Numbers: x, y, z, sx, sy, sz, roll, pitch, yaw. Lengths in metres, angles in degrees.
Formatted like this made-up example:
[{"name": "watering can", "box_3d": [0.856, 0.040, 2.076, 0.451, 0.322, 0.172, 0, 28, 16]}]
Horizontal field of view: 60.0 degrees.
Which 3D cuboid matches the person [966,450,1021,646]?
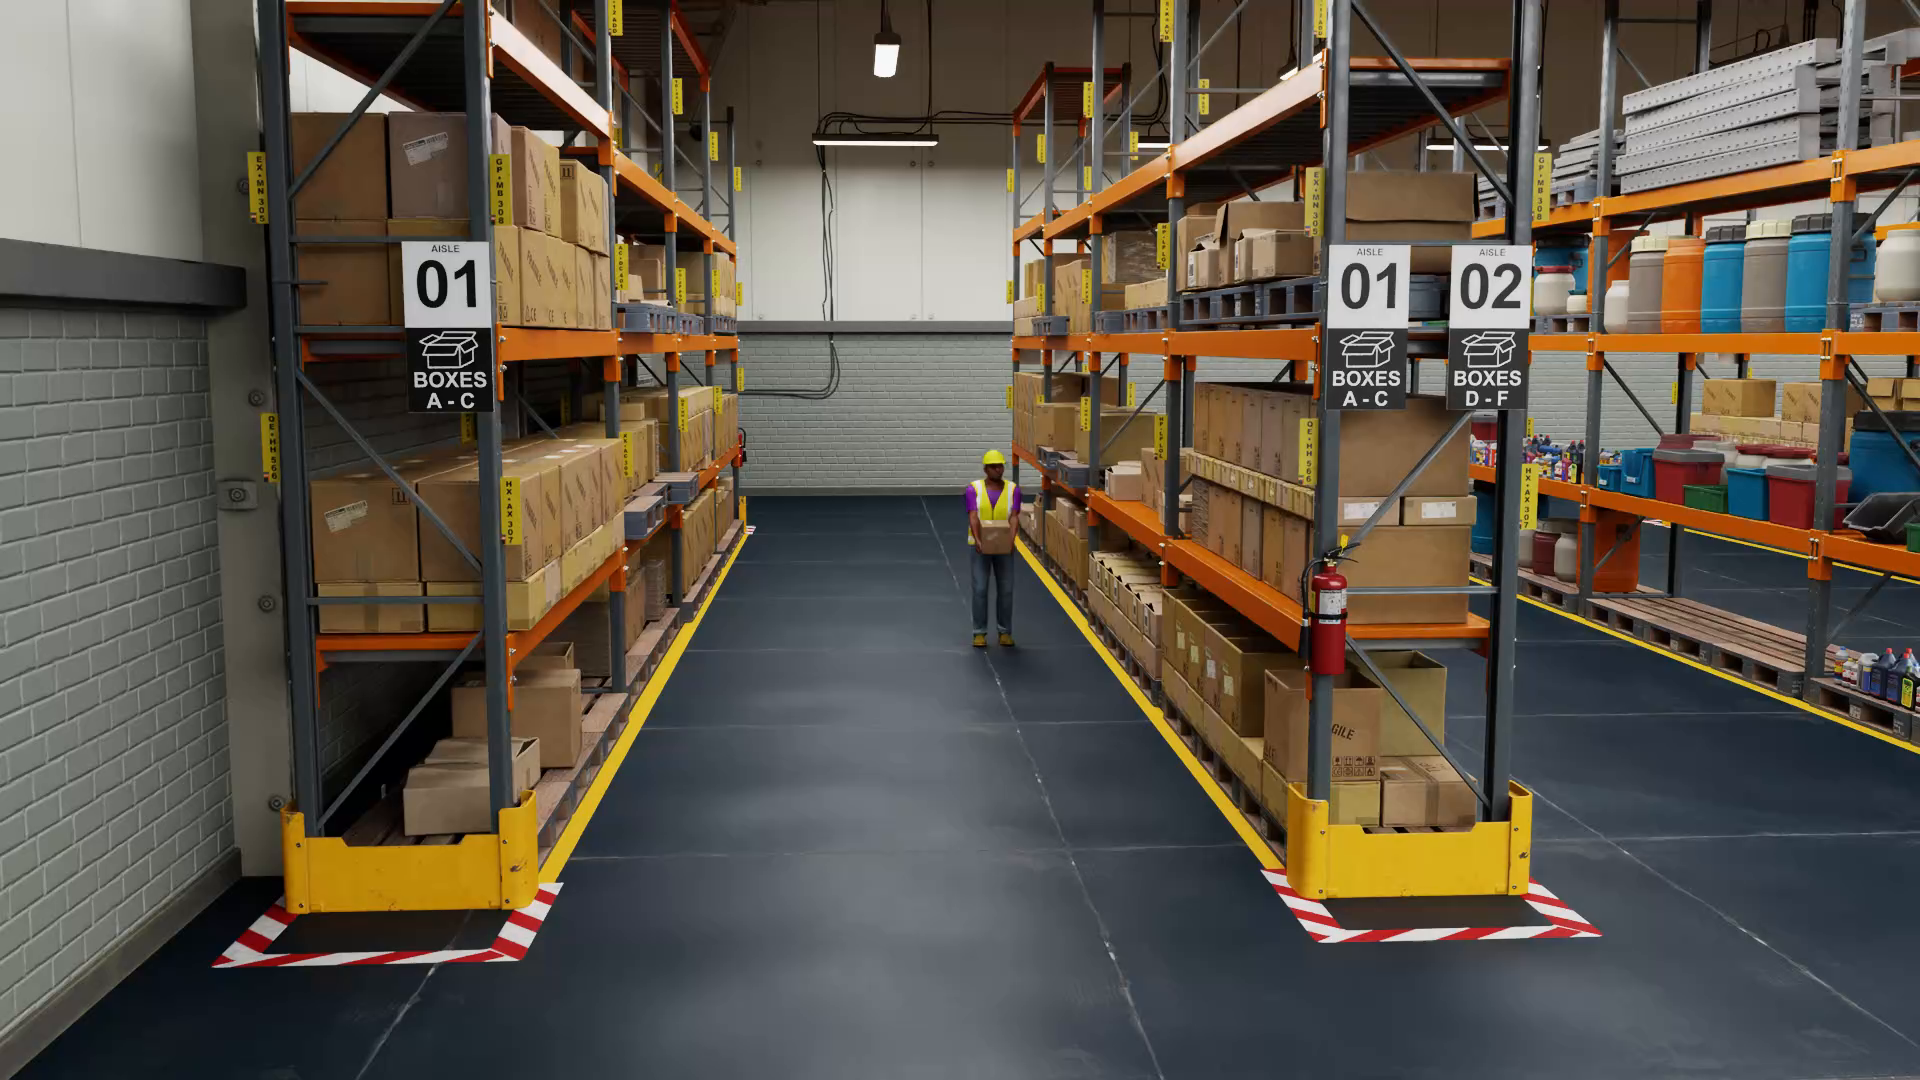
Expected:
[{"name": "person", "box_3d": [0.310, 0.078, 14.995, 0.505, 1.763, 0.559, -1, 7, -5]}]
